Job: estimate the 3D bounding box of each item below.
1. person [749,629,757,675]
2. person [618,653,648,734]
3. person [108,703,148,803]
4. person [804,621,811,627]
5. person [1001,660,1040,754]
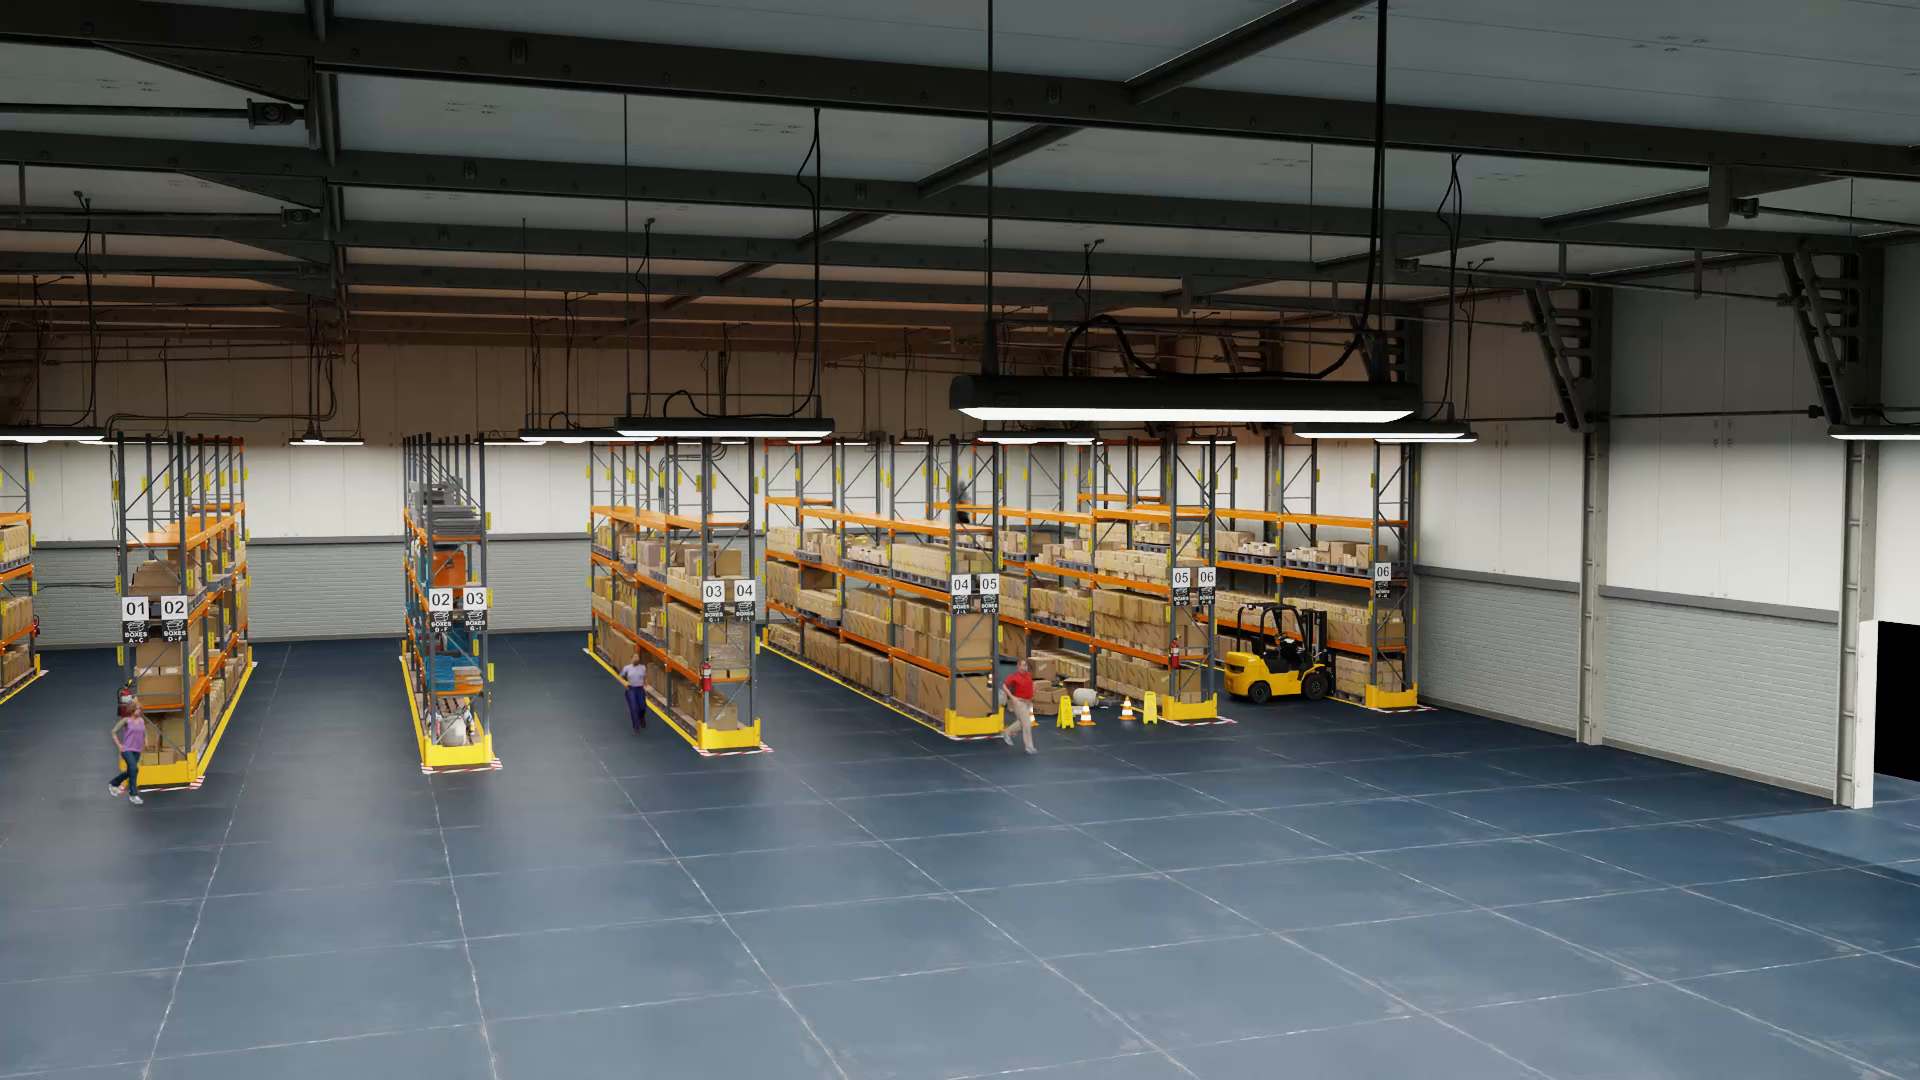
[{"bbox_3d":[-5.253,2.612,41.140,0.627,1.663,0.530,-2,4,-26],"label":"person"},{"bbox_3d":[-6.534,3.082,33.464,0.603,1.575,0.585,-1,3,-23],"label":"person"},{"bbox_3d":[-13.482,3.444,27.028,0.738,1.591,0.562,1,3,19],"label":"person"},{"bbox_3d":[-4.729,2.170,49.577,0.822,1.669,0.594,1,3,20],"label":"person"},{"bbox_3d":[1.159,3.126,31.384,0.902,1.746,0.655,2,4,36],"label":"person"}]
